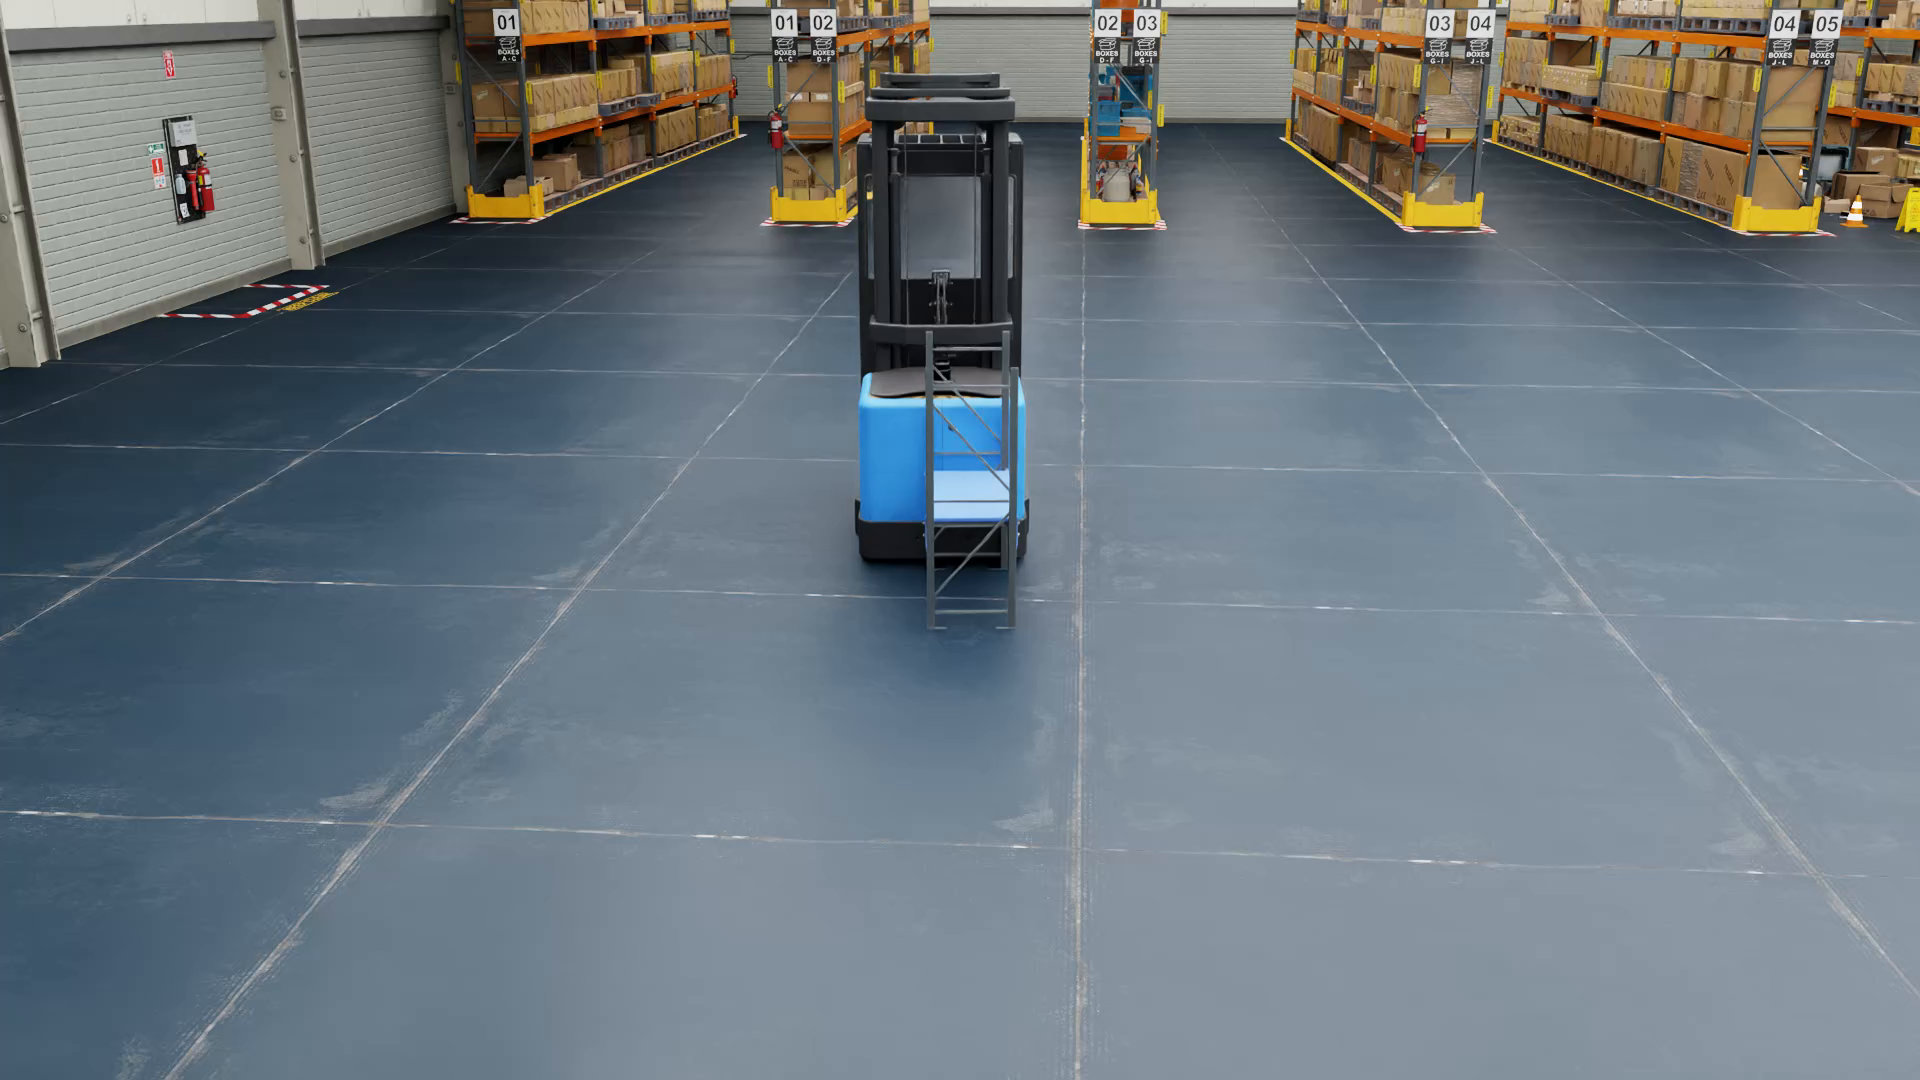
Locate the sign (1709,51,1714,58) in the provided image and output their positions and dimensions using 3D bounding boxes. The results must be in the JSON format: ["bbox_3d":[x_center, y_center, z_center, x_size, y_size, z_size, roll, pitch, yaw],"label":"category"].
[{"bbox_3d":[17.960,-11.523,39.754,0.100,0.325,0.005,1,18,4],"label":"sign"}]

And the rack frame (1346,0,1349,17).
[{"bbox_3d":[8.055,-11.647,32.016,1.000,3.000,0.127,1,18,4],"label":"rack frame"}]

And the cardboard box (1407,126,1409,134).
[{"bbox_3d":[7.314,-6.519,26.404,0.380,0.149,0.250,1,18,4],"label":"cardboard box"}]

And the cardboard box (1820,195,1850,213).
[{"bbox_3d":[14.422,-5.537,27.396,0.396,0.266,0.258,4,19,13],"label":"cardboard box"}]

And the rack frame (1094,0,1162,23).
[{"bbox_3d":[2.541,-9.273,24.771,1.000,3.000,0.127,1,18,4],"label":"rack frame"}]

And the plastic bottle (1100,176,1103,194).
[{"bbox_3d":[2.387,-5.996,28.060,0.061,0.283,0.133,1,18,4],"label":"plastic bottle"}]

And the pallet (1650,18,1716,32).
[{"bbox_3d":[12.724,-9.032,29.160,0.805,0.209,1.217,1,18,2],"label":"pallet"}]

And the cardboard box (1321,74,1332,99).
[{"bbox_3d":[7.988,-9.637,35.356,0.500,0.500,0.500,1,18,3],"label":"cardboard box"}]

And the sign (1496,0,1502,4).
[{"bbox_3d":[8.022,-8.140,24.727,0.100,0.325,0.005,1,18,4],"label":"sign"}]

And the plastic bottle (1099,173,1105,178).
[{"bbox_3d":[2.462,-6.151,28.547,0.152,0.276,0.135,1,18,4],"label":"plastic bottle"}]

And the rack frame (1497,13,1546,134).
[{"bbox_3d":[13.568,-11.139,40.099,1.000,3.000,0.127,1,18,4],"label":"rack frame"}]

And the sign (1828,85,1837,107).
[{"bbox_3d":[12.974,-6.604,24.743,0.100,0.325,0.005,1,18,4],"label":"sign"}]

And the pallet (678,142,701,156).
[{"bbox_3d":[-6.460,-8.804,37.451,1.003,0.211,1.213,1,18,4],"label":"pallet"}]

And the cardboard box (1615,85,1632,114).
[{"bbox_3d":[12.623,-8.253,31.134,0.500,0.500,0.500,1,18,4],"label":"cardboard box"}]

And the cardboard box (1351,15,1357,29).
[{"bbox_3d":[7.730,-9.851,31.592,0.500,0.250,0.500,2,18,5],"label":"cardboard box"}]

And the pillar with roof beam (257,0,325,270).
[{"bbox_3d":[-4.289,-7.771,20.188,9.100,9.000,0.400,1,18,4],"label":"pillar with roof beam"}]

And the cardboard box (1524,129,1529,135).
[{"bbox_3d":[13.110,-9.311,37.947,0.380,0.149,0.250,2,18,5],"label":"cardboard box"}]

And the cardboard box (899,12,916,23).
[{"bbox_3d":[-1.257,-11.760,37.420,0.500,0.250,0.500,1,18,4],"label":"cardboard box"}]

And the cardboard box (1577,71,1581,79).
[{"bbox_3d":[12.612,-9.339,33.379,0.380,0.149,0.250,2,18,6],"label":"cardboard box"}]

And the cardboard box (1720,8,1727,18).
[{"bbox_3d":[12.217,-8.307,26.209,0.380,0.149,0.250,2,18,5],"label":"cardboard box"}]

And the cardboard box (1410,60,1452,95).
[{"bbox_3d":[7.274,-7.152,25.688,0.500,0.500,0.500,1,18,4],"label":"cardboard box"}]

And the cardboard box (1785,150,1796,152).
[{"bbox_3d":[18.261,-8.813,35.739,0.875,0.875,0.875,2,18,6],"label":"cardboard box"}]

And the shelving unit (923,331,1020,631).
[{"bbox_3d":[0.055,-0.367,9.634,0.538,1.500,1.048,0,18,-1],"label":"shelving unit"}]

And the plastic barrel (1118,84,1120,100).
[{"bbox_3d":[3.168,-8.249,31.062,0.433,0.535,0.433,0,18,0],"label":"plastic barrel"}]

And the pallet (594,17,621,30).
[{"bbox_3d":[-6.903,-9.411,30.311,1.213,0.211,1.003,1,18,4],"label":"pallet"}]

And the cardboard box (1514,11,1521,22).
[{"bbox_3d":[13.239,-12.196,38.748,0.500,0.250,0.500,2,18,6],"label":"cardboard box"}]

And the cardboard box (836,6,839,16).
[{"bbox_3d":[-2.139,-8.467,26.634,0.380,0.149,0.250,1,18,4],"label":"cardboard box"}]

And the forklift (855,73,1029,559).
[{"bbox_3d":[-0.134,-1.681,11.347,1.130,2.935,3.031,0,18,-1],"label":"forklift"}]

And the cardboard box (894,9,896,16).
[{"bbox_3d":[-1.792,-10.786,34.045,0.910,0.500,0.500,1,18,4],"label":"cardboard box"}]

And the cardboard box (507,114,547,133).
[{"bbox_3d":[-6.989,-6.726,26.841,0.500,0.250,0.500,1,18,2],"label":"cardboard box"}]

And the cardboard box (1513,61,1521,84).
[{"bbox_3d":[13.200,-10.876,38.658,0.500,0.500,0.500,2,18,5],"label":"cardboard box"}]

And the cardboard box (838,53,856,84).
[{"bbox_3d":[-2.173,-8.145,28.719,0.700,0.500,0.500,1,18,4],"label":"cardboard box"}]

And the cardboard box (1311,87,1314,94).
[{"bbox_3d":[8.037,-10.021,37.092,0.380,0.149,0.250,1,18,4],"label":"cardboard box"}]

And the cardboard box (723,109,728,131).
[{"bbox_3d":[-6.144,-10.404,41.199,0.700,0.500,0.500,1,18,4],"label":"cardboard box"}]

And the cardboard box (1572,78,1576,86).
[{"bbox_3d":[12.628,-9.282,33.683,0.380,0.149,0.250,1,18,4],"label":"cardboard box"}]

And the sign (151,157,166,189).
[{"bbox_3d":[-8.941,-4.097,18.553,0.001,0.329,0.234,1,18,4],"label":"sign"}]

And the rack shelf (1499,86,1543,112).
[{"bbox_3d":[13.425,-10.176,38.315,1.077,0.370,4.000,1,18,4],"label":"rack shelf"}]

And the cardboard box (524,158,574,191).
[{"bbox_3d":[-7.058,-6.281,28.582,0.700,0.500,0.500,0,18,0],"label":"cardboard box"}]

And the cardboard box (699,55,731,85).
[{"bbox_3d":[-6.220,-11.596,41.014,0.980,0.700,0.700,2,18,6],"label":"cardboard box"}]

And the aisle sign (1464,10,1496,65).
[{"bbox_3d":[7.776,-7.521,24.883,0.394,0.787,0.004,1,18,4],"label":"aisle sign"}]

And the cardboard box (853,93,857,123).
[{"bbox_3d":[-2.169,-7.522,28.900,0.700,0.500,0.500,1,18,3],"label":"cardboard box"}]

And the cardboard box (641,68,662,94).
[{"bbox_3d":[-6.477,-9.471,34.340,0.500,0.500,0.500,2,18,6],"label":"cardboard box"}]

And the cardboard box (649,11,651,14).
[{"bbox_3d":[-6.804,-11.127,34.381,0.700,0.500,0.500,0,18,1],"label":"cardboard box"}]

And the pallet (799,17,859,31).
[{"bbox_3d":[-2.238,-8.516,27.420,1.003,0.211,1.213,1,18,4],"label":"pallet"}]

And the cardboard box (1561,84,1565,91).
[{"bbox_3d":[12.685,-9.381,34.463,0.380,0.149,0.250,0,18,1],"label":"cardboard box"}]

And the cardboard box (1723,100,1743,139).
[{"bbox_3d":[12.420,-6.528,25.788,0.875,0.550,0.550,1,18,4],"label":"cardboard box"}]

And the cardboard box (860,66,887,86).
[{"bbox_3d":[-1.893,-9.464,34.152,0.700,0.500,0.500,-5,19,-15],"label":"cardboard box"}]

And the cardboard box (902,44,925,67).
[{"bbox_3d":[-1.115,-11.404,39.142,0.500,0.500,0.500,2,18,6],"label":"cardboard box"}]

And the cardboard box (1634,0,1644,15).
[{"bbox_3d":[12.651,-9.749,30.350,0.500,0.311,0.500,1,18,3],"label":"cardboard box"}]

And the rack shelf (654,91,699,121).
[{"bbox_3d":[-6.624,-9.407,35.970,1.077,0.370,4.000,1,18,4],"label":"rack shelf"}]

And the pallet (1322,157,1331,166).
[{"bbox_3d":[8.277,-8.092,35.280,1.003,0.211,1.213,1,18,4],"label":"pallet"}]
